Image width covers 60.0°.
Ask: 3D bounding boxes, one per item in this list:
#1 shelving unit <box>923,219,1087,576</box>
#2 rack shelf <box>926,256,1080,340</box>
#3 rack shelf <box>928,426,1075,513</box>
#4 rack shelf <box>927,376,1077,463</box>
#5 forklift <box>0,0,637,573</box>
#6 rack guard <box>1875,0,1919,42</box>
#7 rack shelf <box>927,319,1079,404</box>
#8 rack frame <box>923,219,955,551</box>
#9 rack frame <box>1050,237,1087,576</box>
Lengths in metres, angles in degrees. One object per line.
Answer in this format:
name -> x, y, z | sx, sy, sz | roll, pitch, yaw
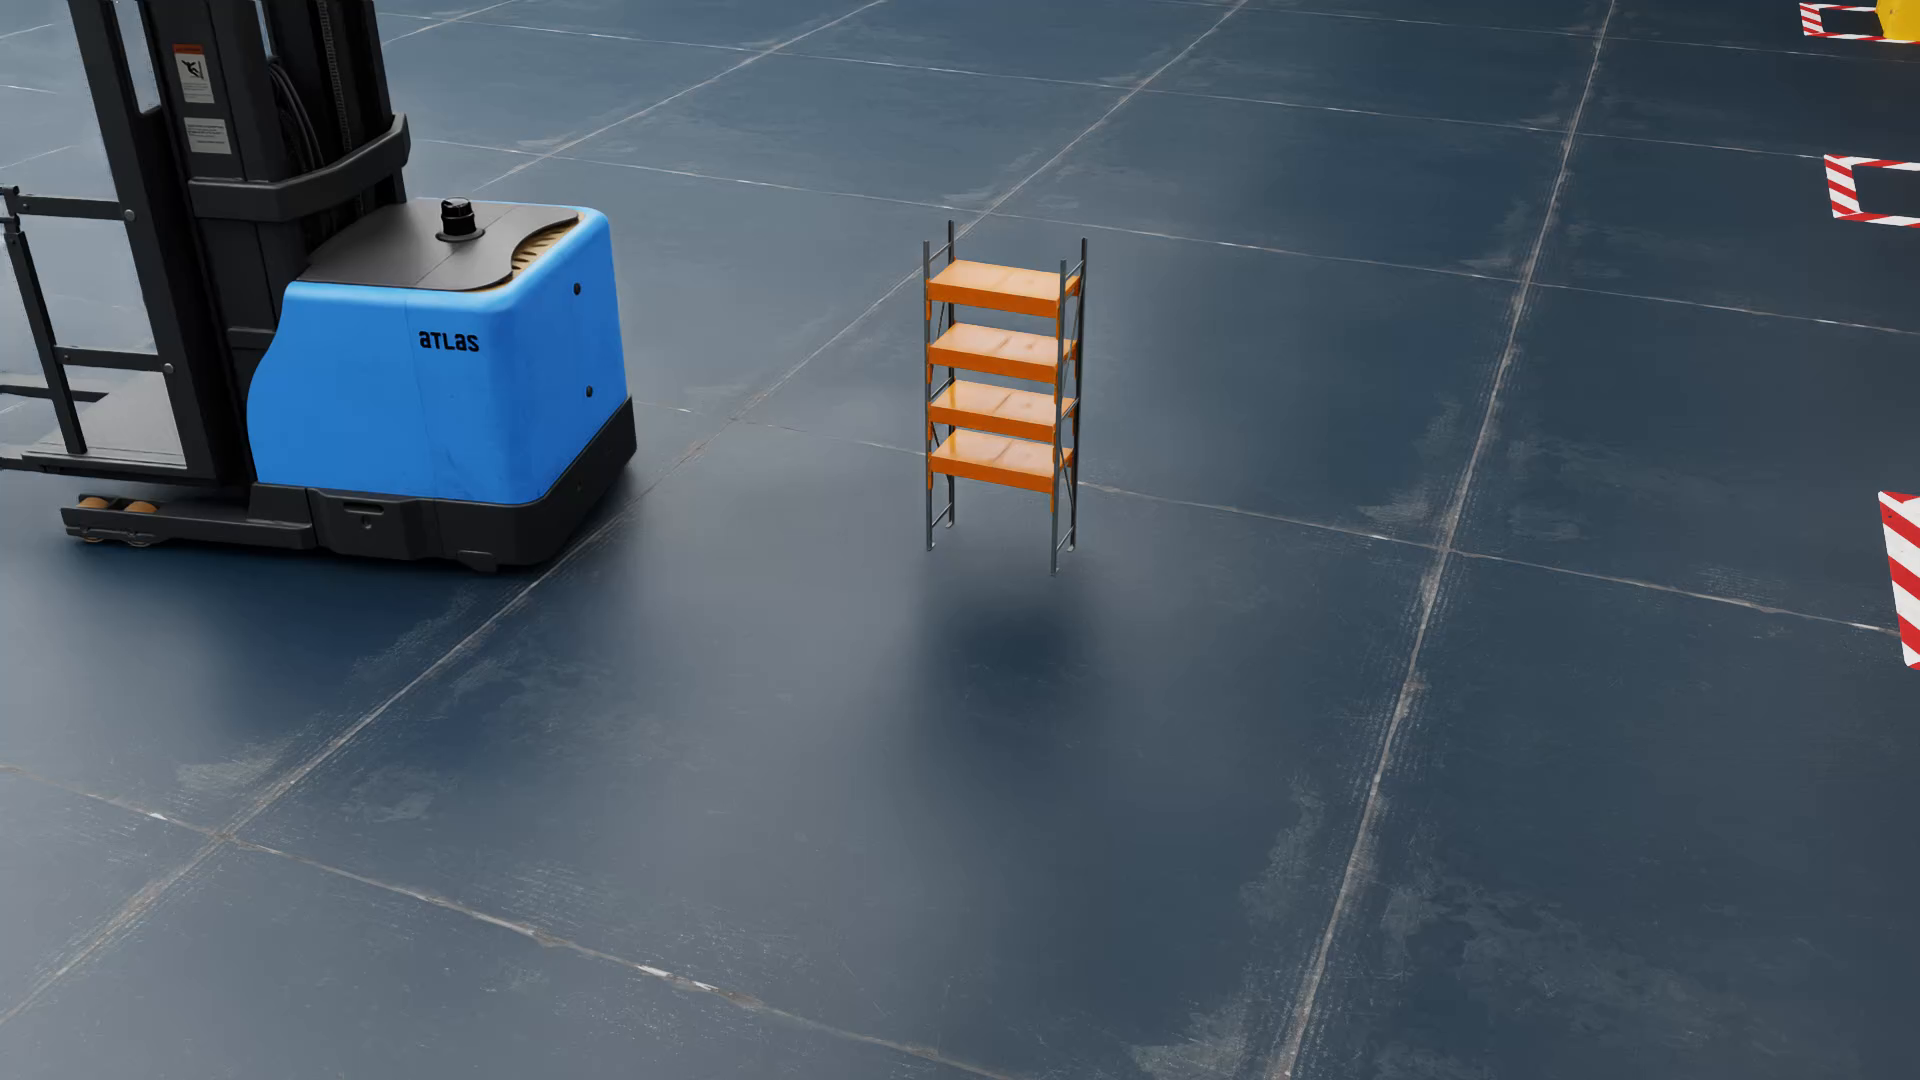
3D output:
shelving unit -> 0.153, -0.492, 5.901 | 0.503, 1.200, 0.258 | 11, 31, 19
rack shelf -> 0.153, -0.834, 5.707 | 0.480, 0.148, 0.258 | 11, 31, 19
rack shelf -> 0.153, -0.260, 6.031 | 0.480, 0.148, 0.258 | 11, 31, 19
rack shelf -> 0.153, -0.433, 5.934 | 0.480, 0.148, 0.258 | 11, 31, 19
forklift -> -2.879, -1.499, 5.923 | 3.031, 2.935, 1.130 | 5, 30, 9
rack guard -> 7.821, -4.487, 13.680 | 0.348, 0.500, 1.175 | 11, 31, 19
rack shelf -> 0.153, -0.628, 5.824 | 0.480, 0.148, 0.258 | 11, 31, 19
rack frame -> -0.073, -0.537, 5.980 | 0.015, 1.200, 0.240 | 11, 31, 19
rack frame -> 0.380, -0.447, 5.821 | 0.015, 1.200, 0.240 | 11, 31, 19
